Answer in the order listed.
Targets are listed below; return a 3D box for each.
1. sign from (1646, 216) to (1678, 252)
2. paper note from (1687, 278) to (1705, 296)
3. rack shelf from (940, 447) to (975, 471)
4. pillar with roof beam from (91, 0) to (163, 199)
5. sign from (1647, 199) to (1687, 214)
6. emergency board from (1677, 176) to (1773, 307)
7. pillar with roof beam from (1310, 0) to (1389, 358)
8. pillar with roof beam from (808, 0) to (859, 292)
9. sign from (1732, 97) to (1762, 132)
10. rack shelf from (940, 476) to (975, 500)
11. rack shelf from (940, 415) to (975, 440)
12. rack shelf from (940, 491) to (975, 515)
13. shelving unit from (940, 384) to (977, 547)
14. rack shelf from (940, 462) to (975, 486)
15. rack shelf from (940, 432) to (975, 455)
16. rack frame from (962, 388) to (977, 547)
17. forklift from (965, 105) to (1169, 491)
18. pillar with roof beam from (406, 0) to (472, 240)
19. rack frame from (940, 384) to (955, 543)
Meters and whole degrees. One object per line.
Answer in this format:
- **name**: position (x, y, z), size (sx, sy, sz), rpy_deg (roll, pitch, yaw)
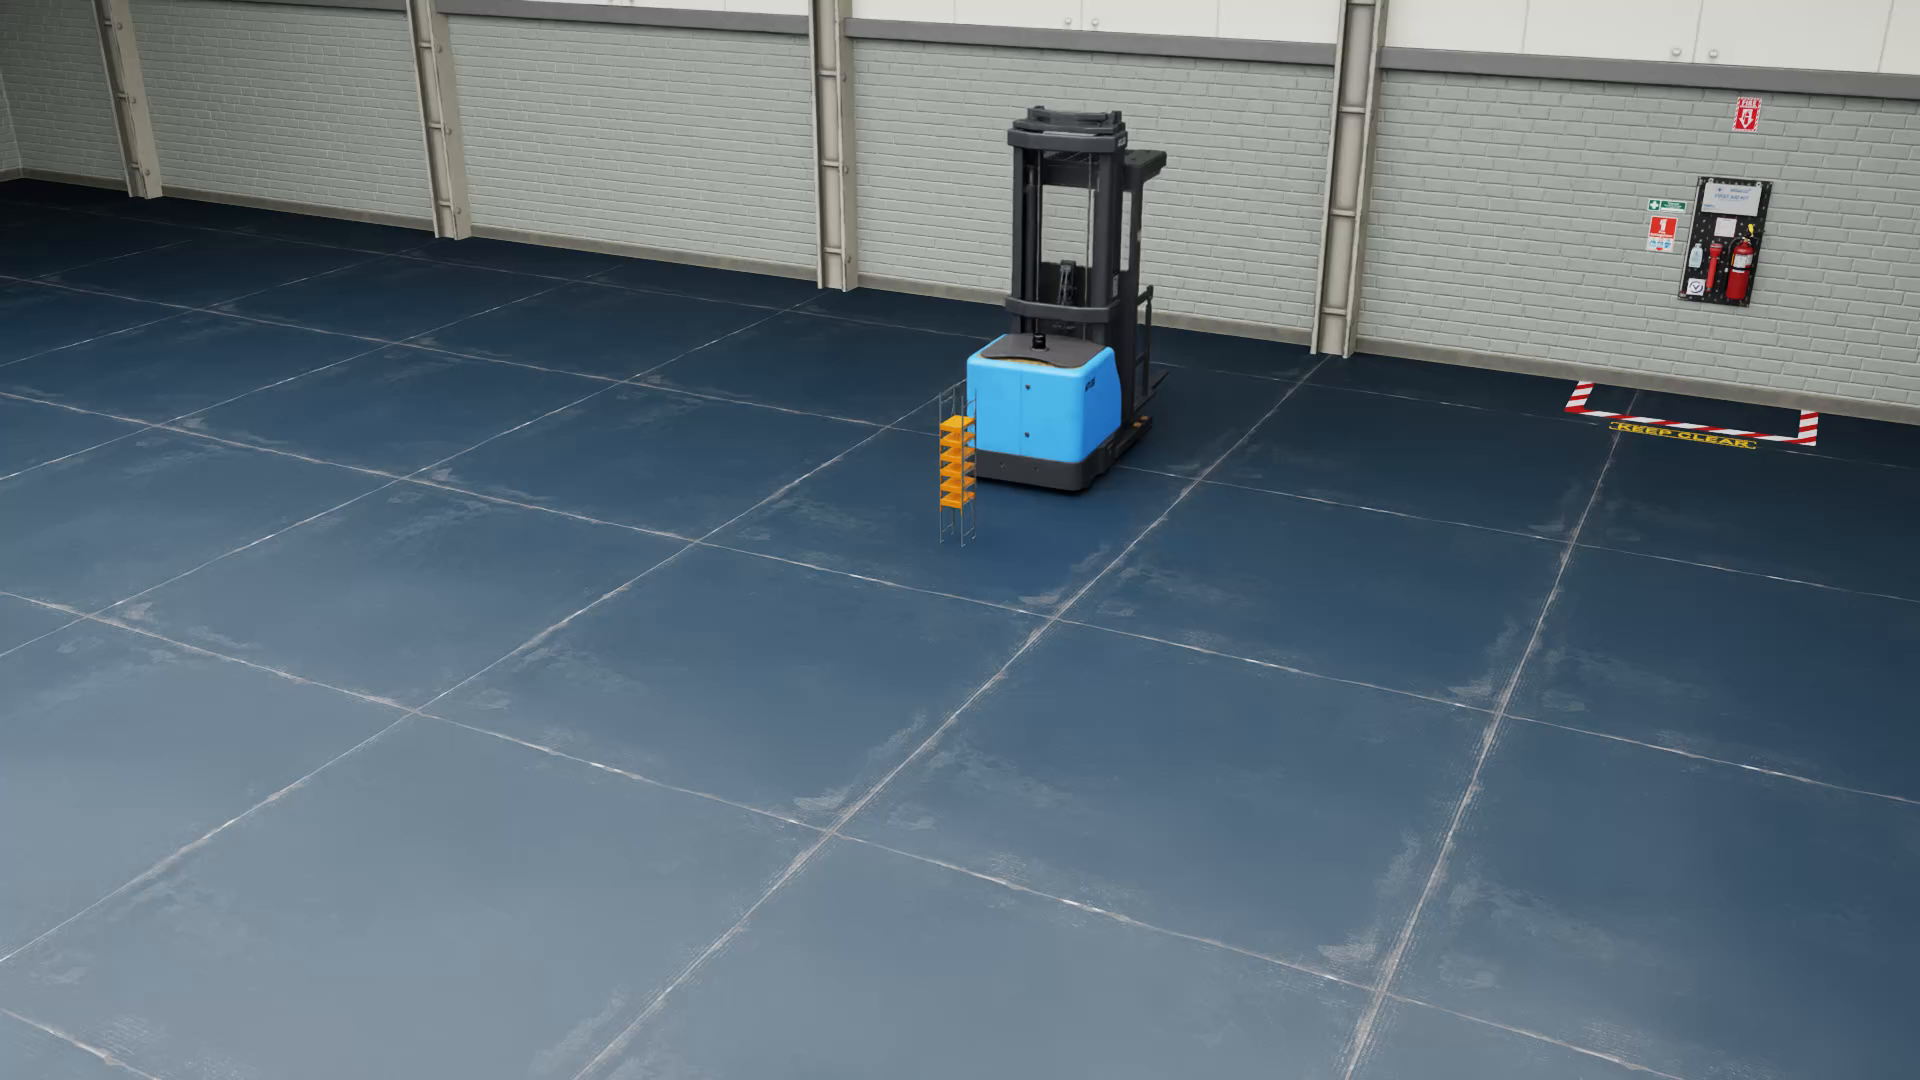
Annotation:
- **sign**: position (6.621, -2.887, 15.686), size (0.234, 0.329, 0.001), rpy_deg (11, 25, 25)
- **paper note**: position (6.941, -2.387, 15.681), size (0.142, 0.148, 0.016), rpy_deg (11, 25, 25)
- **rack shelf**: position (-0.013, -0.624, 12.518), size (0.180, 0.103, 0.258), rpy_deg (11, 25, 25)
- **pillar with roof beam**: position (-14.105, -7.782, 19.576), size (0.400, 9.000, 9.100), rpy_deg (11, 25, 25)
- **sign**: position (6.621, -3.127, 15.573), size (0.331, 0.109, 0.001), rpy_deg (11, 25, 25)
- **emergency board**: position (7.068, -2.737, 15.378), size (0.643, 1.169, 0.194), rpy_deg (11, 25, 25)
- **pillar with roof beam**: position (1.959, -4.604, 12.103), size (0.400, 9.000, 9.100), rpy_deg (11, 25, 25)
- **pillar with roof beam**: position (-3.396, -5.663, 14.594), size (0.400, 9.000, 9.100), rpy_deg (11, 25, 25)
- **sign**: position (7.105, -3.840, 15.010), size (0.199, 0.298, 0.001), rpy_deg (11, 25, 25)
- **rack shelf**: position (-0.013, -0.403, 12.612), size (0.180, 0.103, 0.258), rpy_deg (11, 25, 25)
- **rack shelf**: position (-0.013, -0.845, 12.424), size (0.180, 0.103, 0.258), rpy_deg (11, 25, 25)
- **rack shelf**: position (-0.013, -0.293, 12.659), size (0.180, 0.103, 0.258), rpy_deg (11, 25, 25)
- **shelving unit**: position (-0.013, -0.555, 12.547), size (0.189, 1.200, 0.258), rpy_deg (11, 25, 25)
- **rack shelf**: position (-0.013, -0.514, 12.565), size (0.180, 0.103, 0.258), rpy_deg (11, 25, 25)
- **rack shelf**: position (-0.013, -0.735, 12.471), size (0.180, 0.103, 0.258), rpy_deg (11, 25, 25)
- **rack frame**: position (0.069, -0.539, 12.509), size (0.006, 1.200, 0.240), rpy_deg (11, 25, 25)
- **forklift**: position (1.098, -2.295, 14.428), size (1.130, 2.935, 3.031), rpy_deg (10, 25, 22)
- **pillar with roof beam**: position (-8.750, -6.723, 17.085), size (0.400, 9.000, 9.100), rpy_deg (11, 25, 25)
- **rack frame**: position (-0.095, -0.571, 12.585), size (0.006, 1.200, 0.240), rpy_deg (11, 25, 25)
